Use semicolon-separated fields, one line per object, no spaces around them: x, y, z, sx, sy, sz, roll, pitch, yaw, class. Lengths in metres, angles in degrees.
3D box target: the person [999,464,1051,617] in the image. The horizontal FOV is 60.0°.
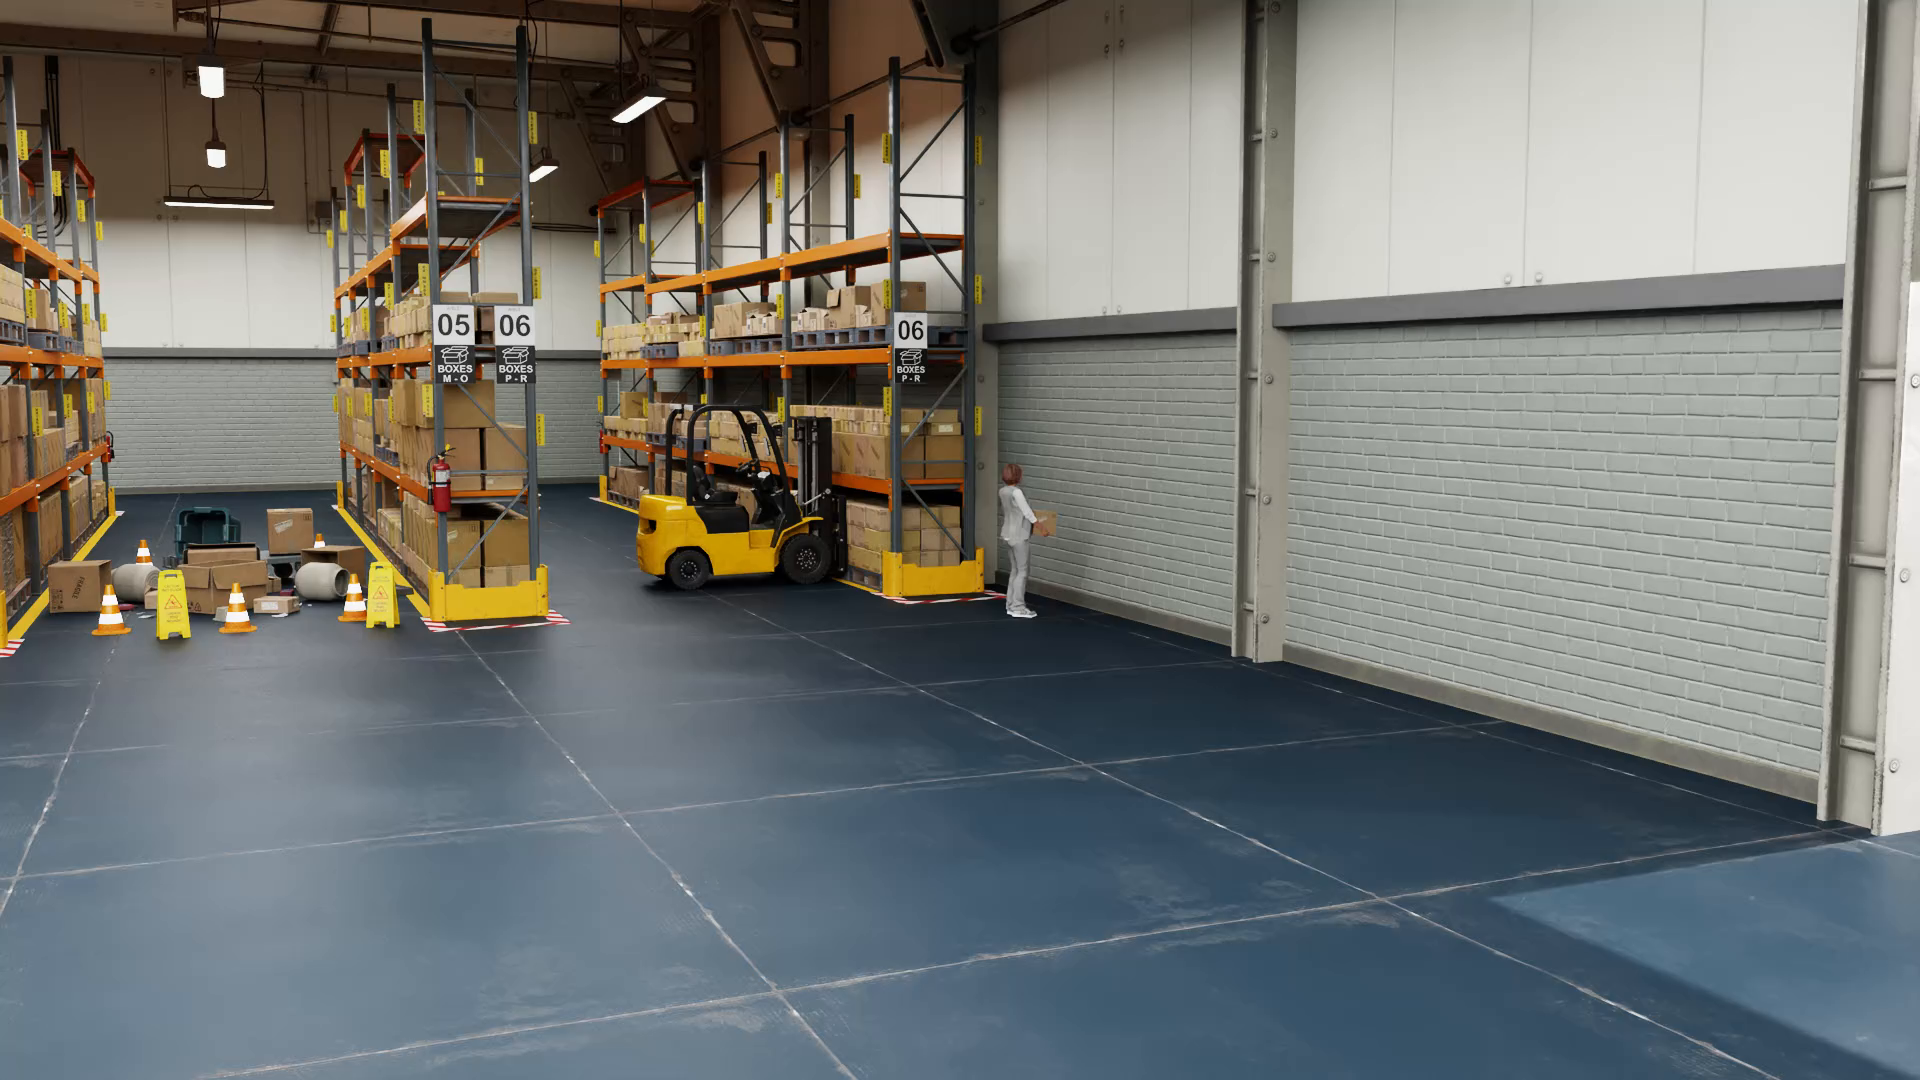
0.665;-0.001;17.248;0.495;1.590;0.405;-2;6;-23;person
